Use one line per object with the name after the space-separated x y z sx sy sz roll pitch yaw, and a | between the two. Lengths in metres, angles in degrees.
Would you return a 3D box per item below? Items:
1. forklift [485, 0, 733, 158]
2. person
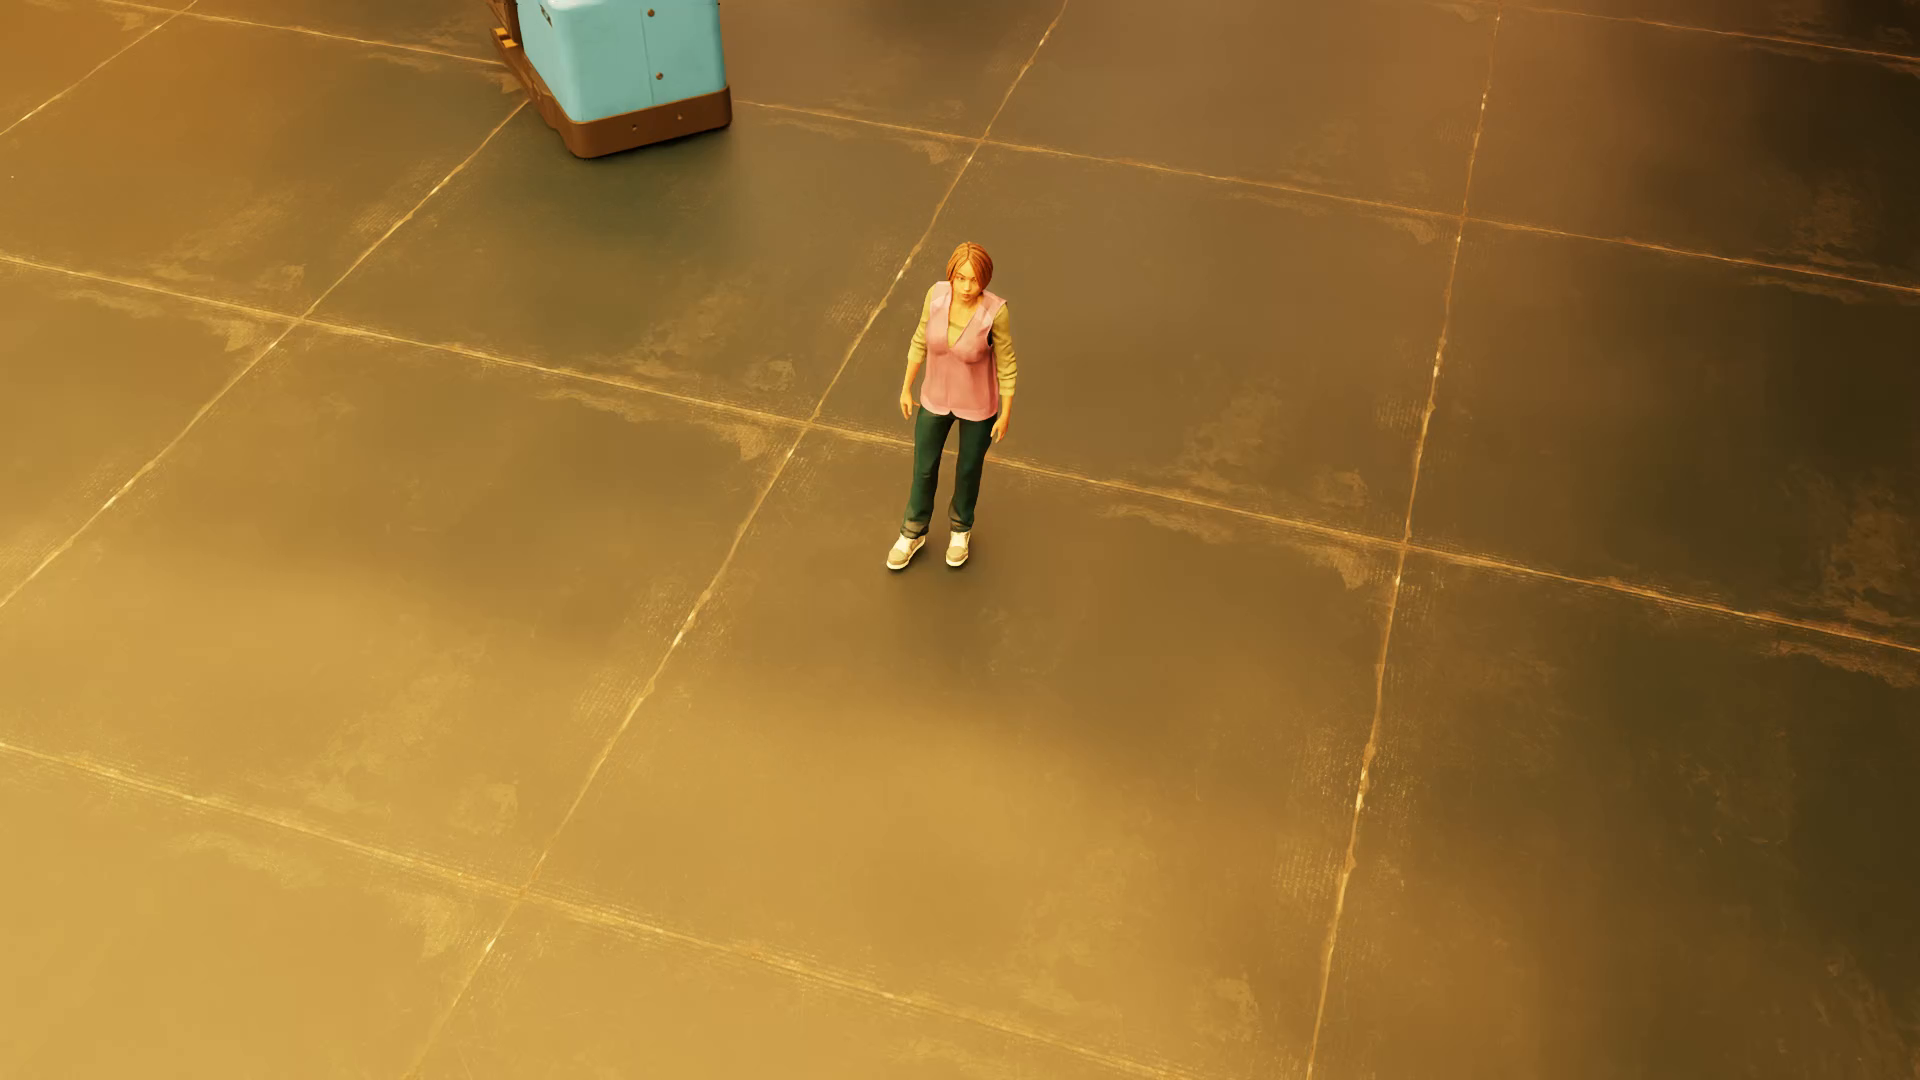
-2.570 -4.435 10.457 1.130 2.935 3.031 -19 46 -19 | forklift
-0.036 -0.545 7.244 0.520 1.597 0.476 12 44 13 | person
